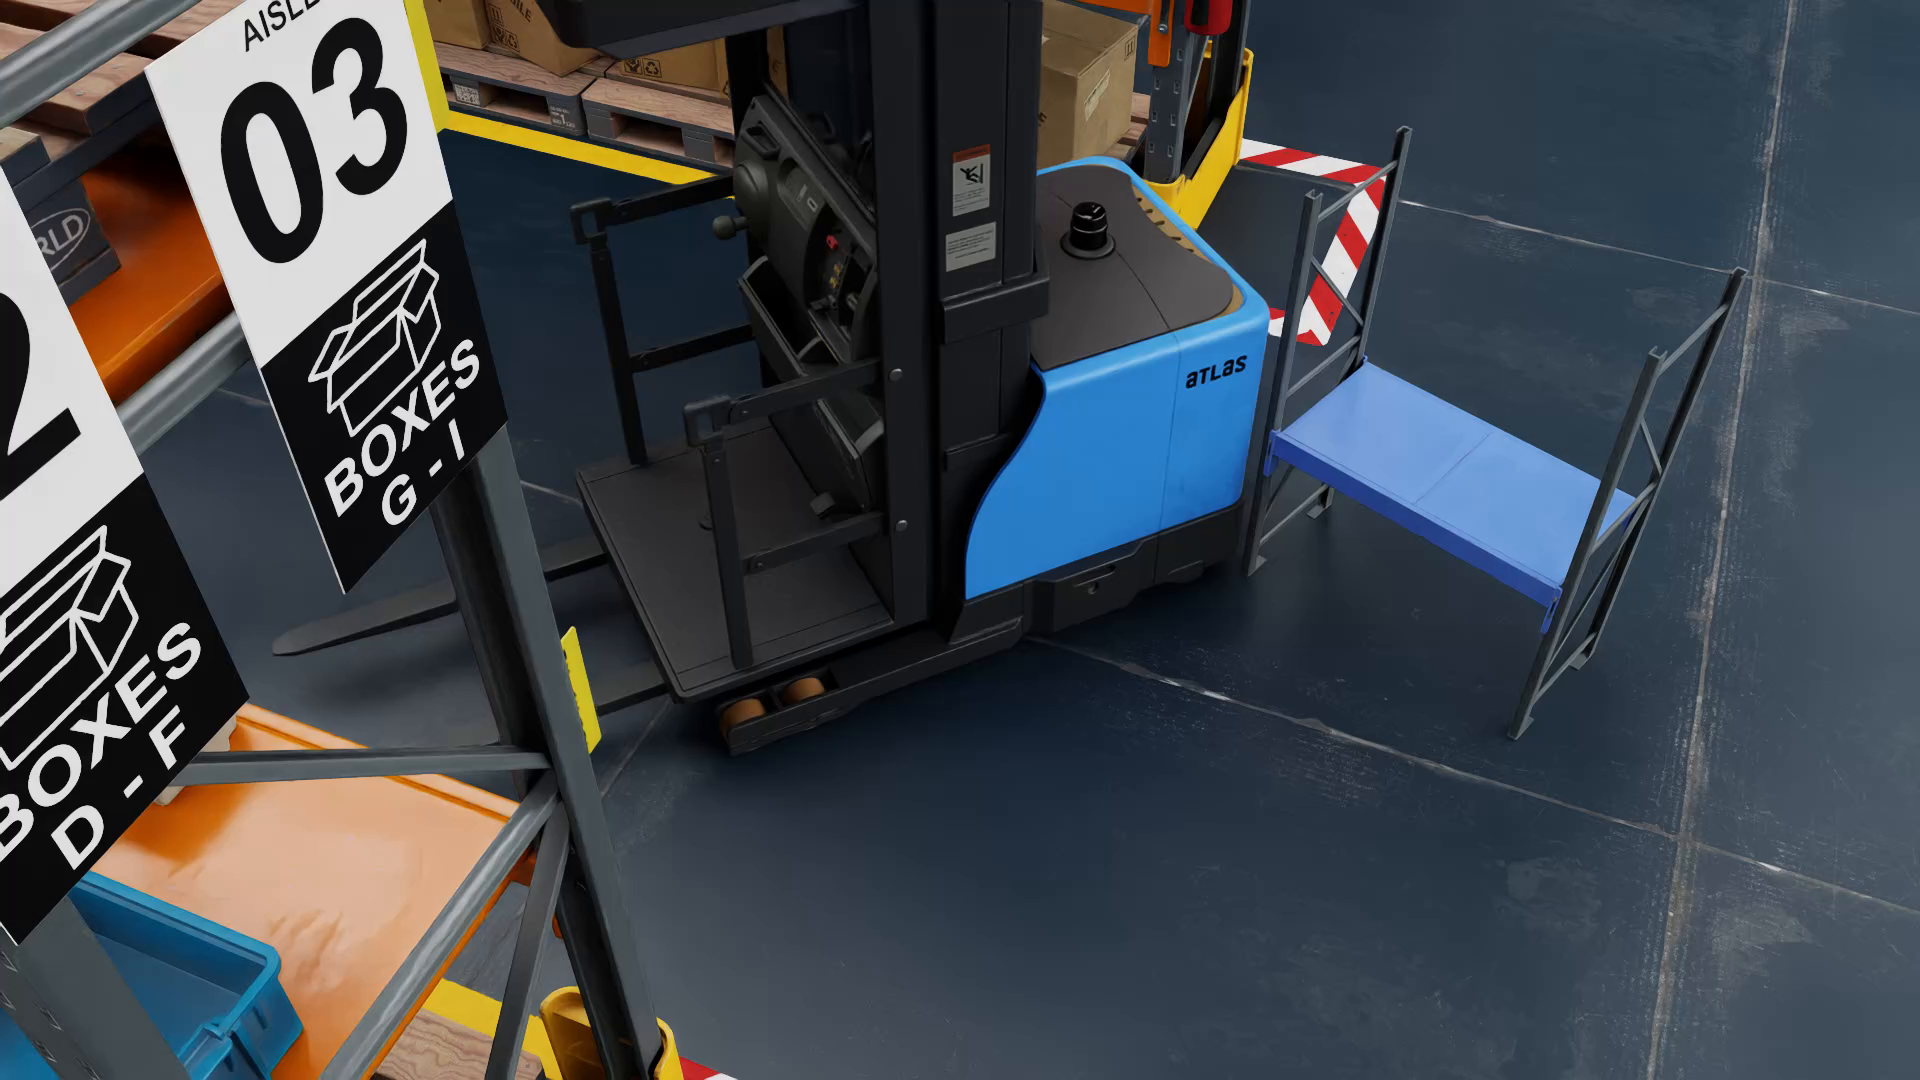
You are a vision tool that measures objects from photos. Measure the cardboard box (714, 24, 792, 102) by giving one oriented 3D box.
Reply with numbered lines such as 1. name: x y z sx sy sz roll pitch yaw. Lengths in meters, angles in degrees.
1. cardboard box: -0.740 -2.230 7.339 0.500 0.500 0.500 21 48 19

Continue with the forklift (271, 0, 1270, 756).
1. forklift: -0.614 -0.819 4.495 3.031 2.935 1.130 -19 48 -18

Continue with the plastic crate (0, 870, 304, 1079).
1. plastic crate: -1.518 0.871 2.853 0.616 0.251 0.499 16 47 16

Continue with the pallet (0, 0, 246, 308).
1. pallet: -1.667 -0.525 2.158 1.213 0.211 1.003 16 47 16

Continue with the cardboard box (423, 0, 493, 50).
1. cardboard box: -2.372 -2.679 7.790 0.500 0.500 0.500 15 47 15

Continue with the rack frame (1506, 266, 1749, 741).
1. rack frame: 1.872 -0.047 4.734 0.032 1.500 0.500 34 54 29

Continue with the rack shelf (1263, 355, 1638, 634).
1. rack shelf: 1.501 -0.165 5.108 1.000 0.185 0.538 34 54 29

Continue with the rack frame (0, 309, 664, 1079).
1. rack frame: -0.941 0.760 2.860 0.127 3.000 1.000 16 47 16

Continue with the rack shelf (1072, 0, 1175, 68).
1. rack shelf: -0.880 -2.753 6.900 4.000 0.370 1.077 16 47 16

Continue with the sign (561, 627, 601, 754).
1. sign: -0.725 0.304 3.121 0.005 0.325 0.100 16 47 16

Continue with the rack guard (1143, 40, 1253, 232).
1. rack guard: 0.895 -1.599 7.003 0.348 0.500 1.175 16 47 16

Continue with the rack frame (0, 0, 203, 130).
1. rack frame: -0.941 -1.367 0.744 0.127 3.000 1.000 16 47 16

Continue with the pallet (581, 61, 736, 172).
1. pallet: -0.963 -2.073 7.684 1.213 0.211 1.003 16 47 16

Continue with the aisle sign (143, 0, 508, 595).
1. aisle sign: -0.762 -0.333 2.115 0.004 0.787 0.394 16 47 16

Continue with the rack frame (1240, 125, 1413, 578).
1. rack frame: 1.131 -0.539 5.228 0.032 1.500 0.500 34 54 29

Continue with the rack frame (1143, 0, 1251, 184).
1. rack frame: 0.966 -2.465 6.100 0.127 3.000 1.000 16 47 16

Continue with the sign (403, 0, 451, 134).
1. sign: -0.725 -0.664 2.158 0.005 0.325 0.100 16 47 16

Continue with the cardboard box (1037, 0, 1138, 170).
1. cardboard box: 0.396 -1.908 7.015 0.500 0.500 0.500 25 50 23

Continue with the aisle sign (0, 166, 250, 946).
1. aisle sign: -0.989 0.051 1.729 0.004 0.787 0.394 16 47 16

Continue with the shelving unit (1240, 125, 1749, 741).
1. shelving unit: 1.501 -0.293 4.981 1.048 1.500 0.538 34 54 29

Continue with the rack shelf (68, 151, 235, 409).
1. rack shelf: -2.787 -0.592 2.602 4.000 0.370 1.077 16 47 16

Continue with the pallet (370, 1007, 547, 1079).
1. pallet: -1.777 1.534 4.059 1.213 0.211 1.003 16 47 16

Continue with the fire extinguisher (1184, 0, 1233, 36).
1. fire extinguisher: 0.894 -2.106 5.795 0.183 0.674 0.296 16 47 16

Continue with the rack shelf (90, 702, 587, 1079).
1. rack shelf: -2.787 0.471 3.660 4.000 0.370 1.077 16 47 16

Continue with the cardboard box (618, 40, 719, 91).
1. cardboard box: -1.238 -2.411 7.521 0.500 0.500 0.500 13 46 12

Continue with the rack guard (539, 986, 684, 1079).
1. rack guard: -1.030 1.656 3.732 0.348 0.500 1.175 16 47 16

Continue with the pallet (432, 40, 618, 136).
1. pallet: -2.093 -2.403 8.015 1.213 0.211 1.003 16 47 16

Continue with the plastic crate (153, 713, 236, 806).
1. plastic crate: -1.643 0.401 3.408 0.250 0.136 0.298 16 47 16

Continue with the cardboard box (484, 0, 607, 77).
1. cardboard box: -1.841 -2.528 7.639 0.500 0.500 0.500 32 53 28

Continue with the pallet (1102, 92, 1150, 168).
1. pallet: 0.159 -1.740 7.350 1.213 0.211 1.003 16 47 16
